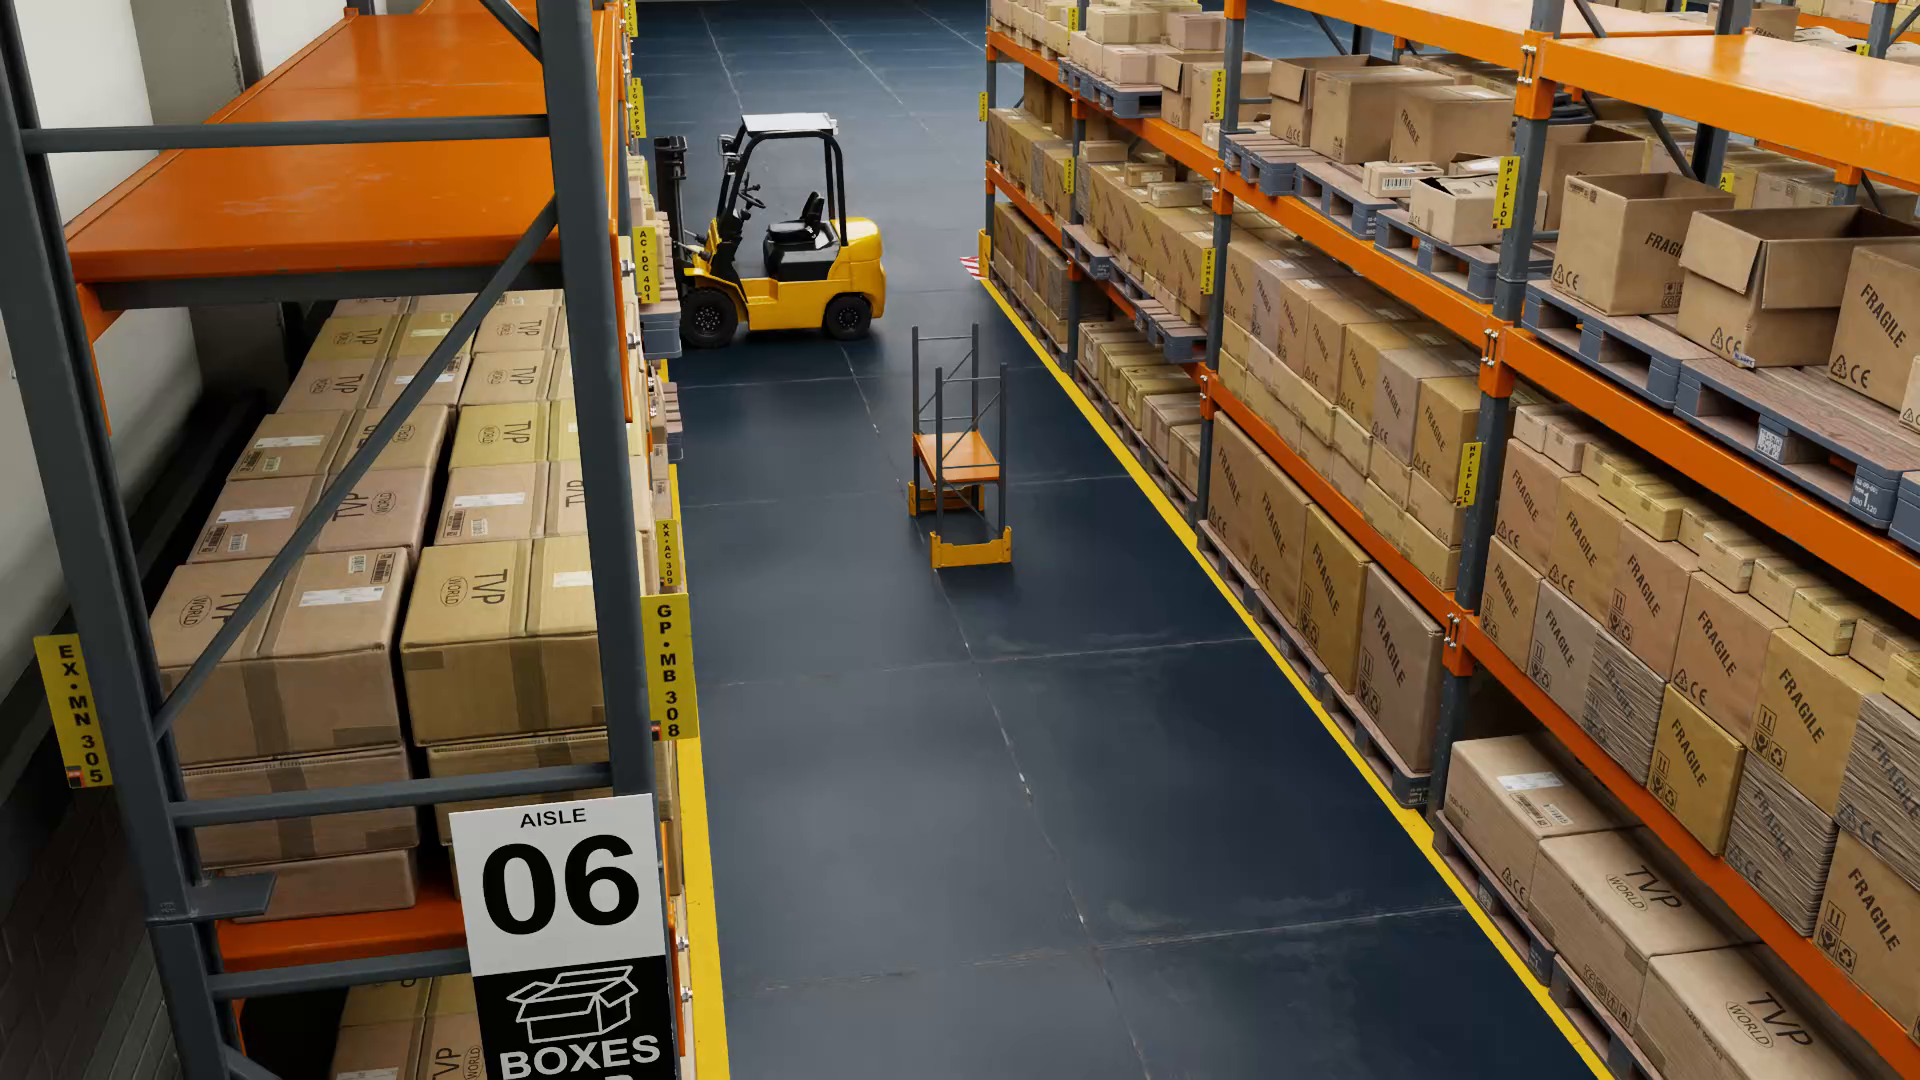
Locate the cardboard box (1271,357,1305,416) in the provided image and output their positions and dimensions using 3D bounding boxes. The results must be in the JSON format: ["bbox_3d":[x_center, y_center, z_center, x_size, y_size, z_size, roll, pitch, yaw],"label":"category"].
[{"bbox_3d":[2.309,-0.986,10.565,0.500,0.250,0.500,-4,24,-10],"label":"cardboard box"}]

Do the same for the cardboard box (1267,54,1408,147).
[{"bbox_3d":[2.501,-2.921,11.030,0.797,0.503,0.637,-6,24,-13],"label":"cardboard box"}]

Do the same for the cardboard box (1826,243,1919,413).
[{"bbox_3d":[3.537,-0.759,5.961,0.500,0.500,0.500,-4,24,-9],"label":"cardboard box"}]

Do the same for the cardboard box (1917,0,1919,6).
[{"bbox_3d":[10.690,-5.863,18.111,0.380,0.149,0.250,-3,24,-7],"label":"cardboard box"}]

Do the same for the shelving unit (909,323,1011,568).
[{"bbox_3d":[-0.014,-0.717,12.261,0.587,1.500,1.083,-4,24,-10],"label":"shelving unit"}]

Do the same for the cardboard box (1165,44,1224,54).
[{"bbox_3d":[1.976,-3.896,13.580,0.500,0.250,0.500,-4,24,-9],"label":"cardboard box"}]

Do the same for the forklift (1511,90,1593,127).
[{"bbox_3d":[4.487,-2.432,14.398,1.130,2.935,3.031,-4,24,-8],"label":"forklift"}]

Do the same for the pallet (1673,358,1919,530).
[{"bbox_3d":[3.386,-0.403,6.029,1.003,0.211,1.213,-4,24,-10],"label":"pallet"}]

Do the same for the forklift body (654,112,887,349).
[{"bbox_3d":[-1.930,-3.221,17.181,2.313,2.155,1.214,-4,24,-10],"label":"forklift body"}]

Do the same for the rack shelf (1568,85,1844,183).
[{"bbox_3d":[6.759,-3.681,14.324,1.077,0.370,4.000,-4,24,-10],"label":"rack shelf"}]

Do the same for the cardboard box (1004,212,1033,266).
[{"bbox_3d":[0.787,-3.314,18.306,0.500,0.500,0.500,-5,24,-12],"label":"cardboard box"}]

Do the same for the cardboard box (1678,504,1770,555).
[{"bbox_3d":[3.111,-0.029,6.627,0.380,0.149,0.250,-4,24,-10],"label":"cardboard box"}]

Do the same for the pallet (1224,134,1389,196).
[{"bbox_3d":[2.454,-2.482,10.916,1.213,0.211,1.003,-3,24,-7],"label":"pallet"}]

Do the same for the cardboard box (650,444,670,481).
[{"bbox_3d":[-1.820,-0.150,8.439,0.700,0.500,0.500,-4,24,-9],"label":"cardboard box"}]

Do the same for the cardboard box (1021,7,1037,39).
[{"bbox_3d":[0.914,-5.212,16.746,0.500,0.250,0.500,-4,24,-9],"label":"cardboard box"}]

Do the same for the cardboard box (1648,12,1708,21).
[{"bbox_3d":[6.677,-4.701,15.298,0.500,0.250,0.500,-4,24,-9],"label":"cardboard box"}]

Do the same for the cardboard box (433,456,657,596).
[{"bbox_3d":[-1.026,0.006,4.174,0.500,0.250,0.500,-4,24,-10],"label":"cardboard box"}]

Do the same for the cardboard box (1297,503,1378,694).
[{"bbox_3d":[2.655,0.319,10.145,0.875,0.875,0.875,-4,24,-8],"label":"cardboard box"}]

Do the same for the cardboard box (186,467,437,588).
[{"bbox_3d":[-1.567,0.042,4.092,0.500,0.250,0.500,-5,24,-11],"label":"cardboard box"}]

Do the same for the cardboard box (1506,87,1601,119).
[{"bbox_3d":[6.139,-4.342,17.149,0.875,0.550,0.550,-4,24,-10],"label":"cardboard box"}]

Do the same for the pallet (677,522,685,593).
[{"bbox_3d":[-1.895,0.264,8.379,1.003,0.211,1.213,-4,24,-10],"label":"pallet"}]

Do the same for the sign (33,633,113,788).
[{"bbox_3d":[-1.664,0.325,3.147,0.100,0.325,0.005,-4,24,-10],"label":"sign"}]

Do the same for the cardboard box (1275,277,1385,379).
[{"bbox_3d":[2.316,-1.336,10.430,0.500,0.500,0.500,-4,24,-8],"label":"cardboard box"}]

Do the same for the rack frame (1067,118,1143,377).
[{"bbox_3d":[1.543,-3.017,15.652,1.000,3.000,0.127,-4,24,-10],"label":"rack frame"}]

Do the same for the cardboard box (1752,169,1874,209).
[{"bbox_3d":[6.961,-2.730,13.620,0.700,0.500,0.500,-5,24,-11],"label":"cardboard box"}]

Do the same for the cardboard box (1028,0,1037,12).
[{"bbox_3d":[0.890,-5.353,16.571,0.380,0.149,0.250,-4,24,-9],"label":"cardboard box"}]

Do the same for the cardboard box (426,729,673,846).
[{"bbox_3d":[-0.929,0.435,3.816,0.500,0.250,0.500,-5,24,-10],"label":"cardboard box"}]

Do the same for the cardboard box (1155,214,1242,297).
[{"bbox_3d":[1.819,-2.179,12.712,0.500,0.500,0.500,-5,24,-11],"label":"cardboard box"}]

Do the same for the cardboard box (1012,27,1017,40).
[{"bbox_3d":[0.768,-5.396,17.666,0.380,0.149,0.250,-4,24,-10],"label":"cardboard box"}]

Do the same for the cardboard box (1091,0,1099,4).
[{"bbox_3d":[1.511,-5.298,16.445,0.380,0.149,0.250,-5,24,-11],"label":"cardboard box"}]

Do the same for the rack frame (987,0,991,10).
[{"bbox_3d":[0.804,-7.339,18.054,1.000,3.000,0.127,-4,24,-10],"label":"rack frame"}]

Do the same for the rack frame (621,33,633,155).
[{"bbox_3d":[-2.594,-3.824,10.004,1.000,3.000,0.127,-4,24,-10],"label":"rack frame"}]

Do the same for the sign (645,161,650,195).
[{"bbox_3d":[-2.803,-3.186,14.692,0.100,0.325,0.005,-4,24,-10],"label":"sign"}]

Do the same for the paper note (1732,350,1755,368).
[{"bbox_3d":[2.802,-0.649,5.953,0.006,0.032,0.123,-4,24,-10],"label":"paper note"}]

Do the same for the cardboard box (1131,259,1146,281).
[{"bbox_3d":[1.627,-2.236,13.653,0.380,0.149,0.250,-5,24,-11],"label":"cardboard box"}]

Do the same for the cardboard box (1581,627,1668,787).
[{"bbox_3d":[3.027,0.682,7.057,0.500,0.500,0.500,-4,24,-9],"label":"cardboard box"}]

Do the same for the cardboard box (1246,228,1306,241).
[{"bbox_3d":[2.427,-2.012,12.330,0.500,0.500,0.500,-5,24,-11],"label":"cardboard box"}]

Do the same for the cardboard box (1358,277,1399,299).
[{"bbox_3d":[2.824,-1.366,10.499,0.500,0.500,0.500,-4,24,-10],"label":"cardboard box"}]

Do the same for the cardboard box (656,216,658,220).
[{"bbox_3d":[-1.639,-1.448,7.978,0.380,0.149,0.250,-4,24,-9],"label":"cardboard box"}]

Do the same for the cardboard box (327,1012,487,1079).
[{"bbox_3d":[-1.555,1.640,4.805,0.500,0.250,0.500,-4,24,-10],"label":"cardboard box"}]

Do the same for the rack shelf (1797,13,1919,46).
[{"bbox_3d":[10.913,-5.582,18.676,1.077,0.370,4.000,-4,24,-10],"label":"rack shelf"}]

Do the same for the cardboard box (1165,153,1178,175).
[{"bbox_3d":[1.991,-3.254,14.363,0.380,0.149,0.250,-5,24,-11],"label":"cardboard box"}]

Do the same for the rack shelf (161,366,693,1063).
[{"bbox_3d":[-1.485,0.241,5.345,1.077,0.370,4.000,-4,24,-10],"label":"rack shelf"}]

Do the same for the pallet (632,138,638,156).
[{"bbox_3d":[-2.808,-2.623,11.239,1.213,0.211,1.003,-3,24,-7],"label":"pallet"}]

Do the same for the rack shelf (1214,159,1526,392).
[{"bbox_3d":[2.653,-1.702,9.792,1.077,0.370,4.000,-4,24,-10],"label":"rack shelf"}]

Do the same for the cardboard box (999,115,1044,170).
[{"bbox_3d":[0.718,-4.362,18.235,0.500,0.500,0.500,-4,24,-8],"label":"cardboard box"}]

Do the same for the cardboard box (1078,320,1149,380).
[{"bbox_3d":[1.643,-1.799,15.622,0.950,0.372,0.625,-4,24,-9],"label":"cardboard box"}]

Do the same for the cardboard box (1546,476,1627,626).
[{"bbox_3d":[2.960,0.030,7.301,0.500,0.500,0.500,-5,24,-10],"label":"cardboard box"}]

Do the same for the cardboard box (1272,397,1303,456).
[{"bbox_3d":[2.330,-0.756,10.663,0.500,0.250,0.500,-4,24,-8],"label":"cardboard box"}]

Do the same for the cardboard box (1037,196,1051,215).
[{"bbox_3d":[0.993,-3.405,16.855,0.380,0.149,0.250,-5,24,-11],"label":"cardboard box"}]

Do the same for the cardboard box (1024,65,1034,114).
[{"bbox_3d":[1.113,-5.046,18.552,0.700,0.500,0.500,-5,24,-11],"label":"cardboard box"}]

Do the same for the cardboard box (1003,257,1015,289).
[{"bbox_3d":[0.768,-2.983,18.486,0.500,0.250,0.500,-3,24,-8],"label":"cardboard box"}]

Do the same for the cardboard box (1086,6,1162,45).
[{"bbox_3d":[1.360,-4.289,13.856,0.500,0.250,0.500,-5,24,-11],"label":"cardboard box"}]

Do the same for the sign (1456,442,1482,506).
[{"bbox_3d":[2.491,-0.320,8.131,0.100,0.325,0.005,-4,24,-10],"label":"sign"}]

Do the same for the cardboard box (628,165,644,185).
[{"bbox_3d":[-1.785,-1.787,8.381,0.380,0.149,0.250,-4,24,-9],"label":"cardboard box"}]

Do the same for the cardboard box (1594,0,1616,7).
[{"bbox_3d":[6.046,-5.278,16.248,0.500,0.250,0.500,-5,24,-10],"label":"cardboard box"}]
